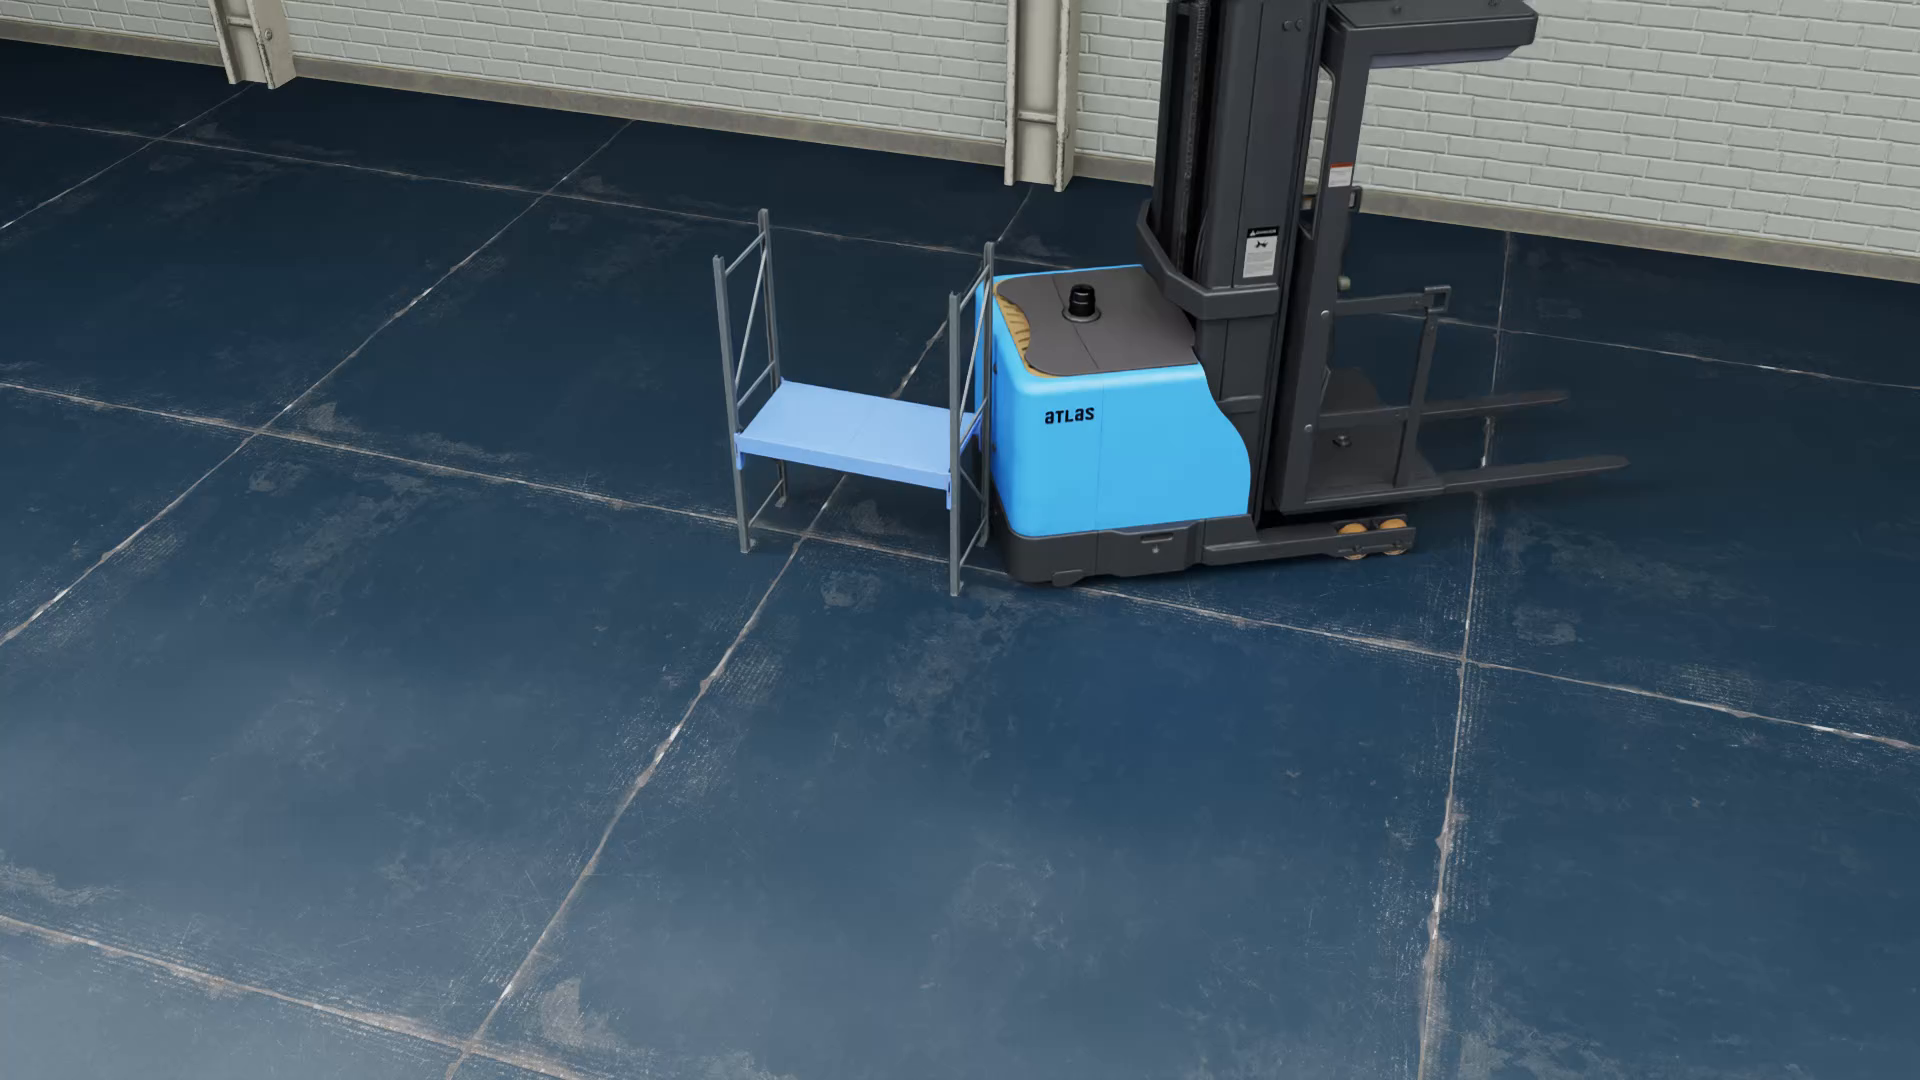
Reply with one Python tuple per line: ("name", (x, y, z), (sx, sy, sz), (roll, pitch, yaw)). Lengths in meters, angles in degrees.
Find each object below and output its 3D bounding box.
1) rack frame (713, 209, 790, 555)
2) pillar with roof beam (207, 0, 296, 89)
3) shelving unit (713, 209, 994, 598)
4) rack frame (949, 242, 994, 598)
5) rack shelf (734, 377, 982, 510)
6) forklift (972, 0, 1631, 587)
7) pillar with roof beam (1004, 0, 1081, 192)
("rack frame", (-0.917, -0.679, 7.408), (0.032, 1.500, 0.500), (11, 38, 15))
("pillar with roof beam", (-6.487, -4.637, 6.459), (0.400, 9.000, 9.100), (10, 38, 14))
("shelving unit", (-0.434, -0.585, 7.280), (1.048, 1.500, 0.538), (11, 38, 15))
("rack frame", (0.049, -0.491, 7.152), (0.032, 1.500, 0.500), (11, 38, 15))
("rack shelf", (-0.434, -0.440, 7.386), (1.000, 0.185, 0.538), (11, 38, 15))
("forklift", (1.625, -1.392, 7.169), (3.031, 2.935, 1.130), (-6, 37, -8))
("pillar with roof beam", (-0.760, -3.576, 5.018), (0.400, 9.000, 9.100), (10, 38, 14))
